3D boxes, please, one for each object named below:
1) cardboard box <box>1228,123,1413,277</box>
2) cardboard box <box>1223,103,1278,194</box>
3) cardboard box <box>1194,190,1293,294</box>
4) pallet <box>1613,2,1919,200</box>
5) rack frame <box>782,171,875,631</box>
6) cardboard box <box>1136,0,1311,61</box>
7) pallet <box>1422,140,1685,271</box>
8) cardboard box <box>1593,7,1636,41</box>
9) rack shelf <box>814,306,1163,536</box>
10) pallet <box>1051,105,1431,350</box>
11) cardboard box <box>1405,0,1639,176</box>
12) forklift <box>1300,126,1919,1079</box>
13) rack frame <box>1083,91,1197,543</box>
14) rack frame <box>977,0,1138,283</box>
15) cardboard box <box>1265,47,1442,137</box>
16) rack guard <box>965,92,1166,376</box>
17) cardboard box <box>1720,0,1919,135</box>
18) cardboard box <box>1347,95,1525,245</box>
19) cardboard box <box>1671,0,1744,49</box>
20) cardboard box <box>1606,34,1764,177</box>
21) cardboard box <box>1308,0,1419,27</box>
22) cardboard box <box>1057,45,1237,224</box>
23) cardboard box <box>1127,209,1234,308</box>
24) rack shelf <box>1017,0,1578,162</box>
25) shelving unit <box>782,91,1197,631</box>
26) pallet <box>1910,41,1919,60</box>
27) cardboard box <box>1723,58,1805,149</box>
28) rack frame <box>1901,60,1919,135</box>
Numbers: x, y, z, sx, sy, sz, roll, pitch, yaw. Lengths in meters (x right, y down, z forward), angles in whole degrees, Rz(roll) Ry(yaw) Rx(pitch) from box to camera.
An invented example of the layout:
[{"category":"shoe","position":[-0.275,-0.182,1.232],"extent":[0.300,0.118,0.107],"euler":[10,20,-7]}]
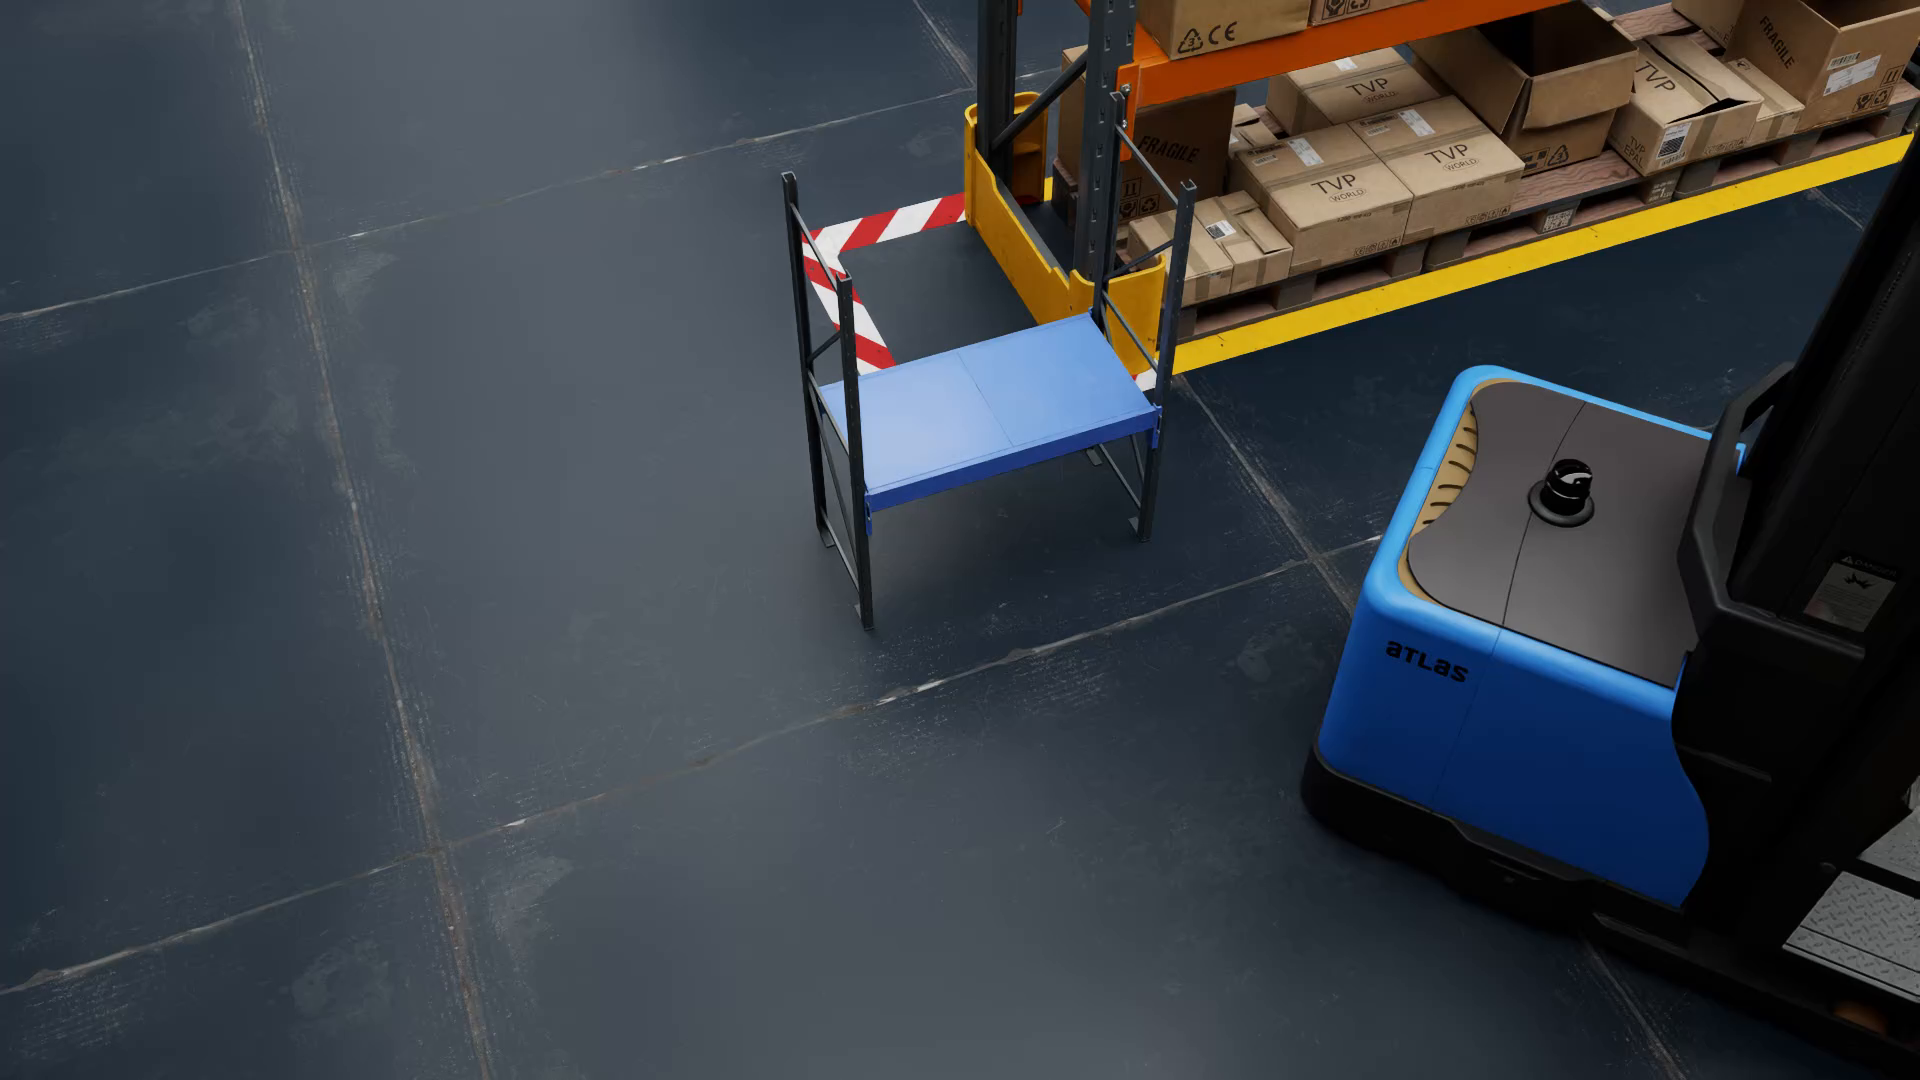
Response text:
[{"category":"cardboard box","position":[1.382,-1.320,6.429],"extent":[0.500,0.250,0.500],"euler":[-17,52,-14]},{"category":"cardboard box","position":[1.128,-1.574,6.702],"extent":[0.250,0.166,0.380],"euler":[-17,52,-14]},{"category":"cardboard box","position":[1.058,-1.143,6.332],"extent":[0.250,0.166,0.380],"euler":[-17,52,-14]},{"category":"pallet","position":[3.376,-2.014,7.341],"extent":[1.213,0.211,1.003],"euler":[-17,52,-14]},{"category":"rack frame","position":[-0.392,-0.367,5.077],"extent":[0.032,1.500,0.500],"euler":[-17,52,-14]},{"category":"cardboard box","position":[0.819,-1.947,5.379],"extent":[0.500,0.500,0.500],"euler":[-16,51,-13]},{"category":"pallet","position":[2.245,-1.662,7.038],"extent":[1.213,0.211,1.003],"euler":[-17,52,-14]},{"category":"cardboard box","position":[2.745,-2.116,7.168],"extent":[0.250,0.166,0.380],"euler":[-17,52,-14]},{"category":"rack shelf","position":[0.079,-0.396,5.338],"extent":[1.000,0.185,0.538],"euler":[-17,52,-14]},{"category":"pallet","position":[1.117,-1.315,6.740],"extent":[1.213,0.211,1.003],"euler":[-17,52,-14]},{"category":"cardboard box","position":[2.275,-1.907,6.766],"extent":[0.637,0.503,0.797],"euler":[-17,52,-14]},{"category":"forklift","position":[2.575,0.052,3.774],"extent":[3.031,2.935,1.130],"euler":[21,53,17]},{"category":"rack frame","position":[0.550,-0.659,5.327],"extent":[0.032,1.500,0.500],"euler":[-17,52,-14]},{"category":"rack frame","position":[0.309,-1.972,5.466],"extent":[0.127,3.000,1.000],"euler":[-17,52,-14]},{"category":"cardboard box","position":[1.610,-1.800,6.841],"extent":[0.500,0.250,0.500],"euler":[-17,52,-14]},{"category":"rack guard","position":[0.379,-1.179,6.433],"extent":[0.348,0.500,1.175],"euler":[-17,52,-14]},{"category":"cardboard box","position":[3.592,-2.086,6.922],"extent":[0.500,0.500,0.500],"euler":[-17,52,-14]},{"category":"cardboard box","position":[1.845,-1.463,6.552],"extent":[0.500,0.250,0.500],"euler":[-17,52,-14]},{"category":"cardboard box","position":[3.542,-2.418,7.332],"extent":[0.500,0.311,0.500],"euler":[-17,52,-14]},{"category":"cardboard box","position":[2.897,-1.809,6.809],"extent":[0.500,0.311,0.500],"euler":[-17,52,-14]},{"category":"cardboard box","position":[1.295,-2.098,5.509],"extent":[0.500,0.500,0.500],"euler":[-18,52,-15]},{"category":"cardboard box","position":[0.719,-1.630,6.530],"extent":[0.500,0.500,0.500],"euler":[-17,52,-14]},{"category":"cardboard box","position":[0.827,-1.065,6.277],"extent":[0.250,0.149,0.380],"euler":[-17,52,-14]},{"category":"rack shelf","position":[2.160,-2.311,6.232],"extent":[4.000,0.370,1.077],"euler":[-17,52,-14]},{"category":"shelving unit","position":[0.079,-0.513,5.202],"extent":[1.048,1.500,0.538],"euler":[-17,52,-14]},{"category":"pallet","position":[4.751,-2.471,7.733],"extent":[1.213,0.211,1.003],"euler":[-17,52,-14]},{"category":"cardboard box","position":[3.267,-1.822,6.926],"extent":[0.250,0.149,0.380],"euler":[-17,52,-14]},{"category":"rack frame","position":[4.012,-3.119,6.452],"extent":[0.127,3.000,1.000],"euler":[-17,52,-14]}]
